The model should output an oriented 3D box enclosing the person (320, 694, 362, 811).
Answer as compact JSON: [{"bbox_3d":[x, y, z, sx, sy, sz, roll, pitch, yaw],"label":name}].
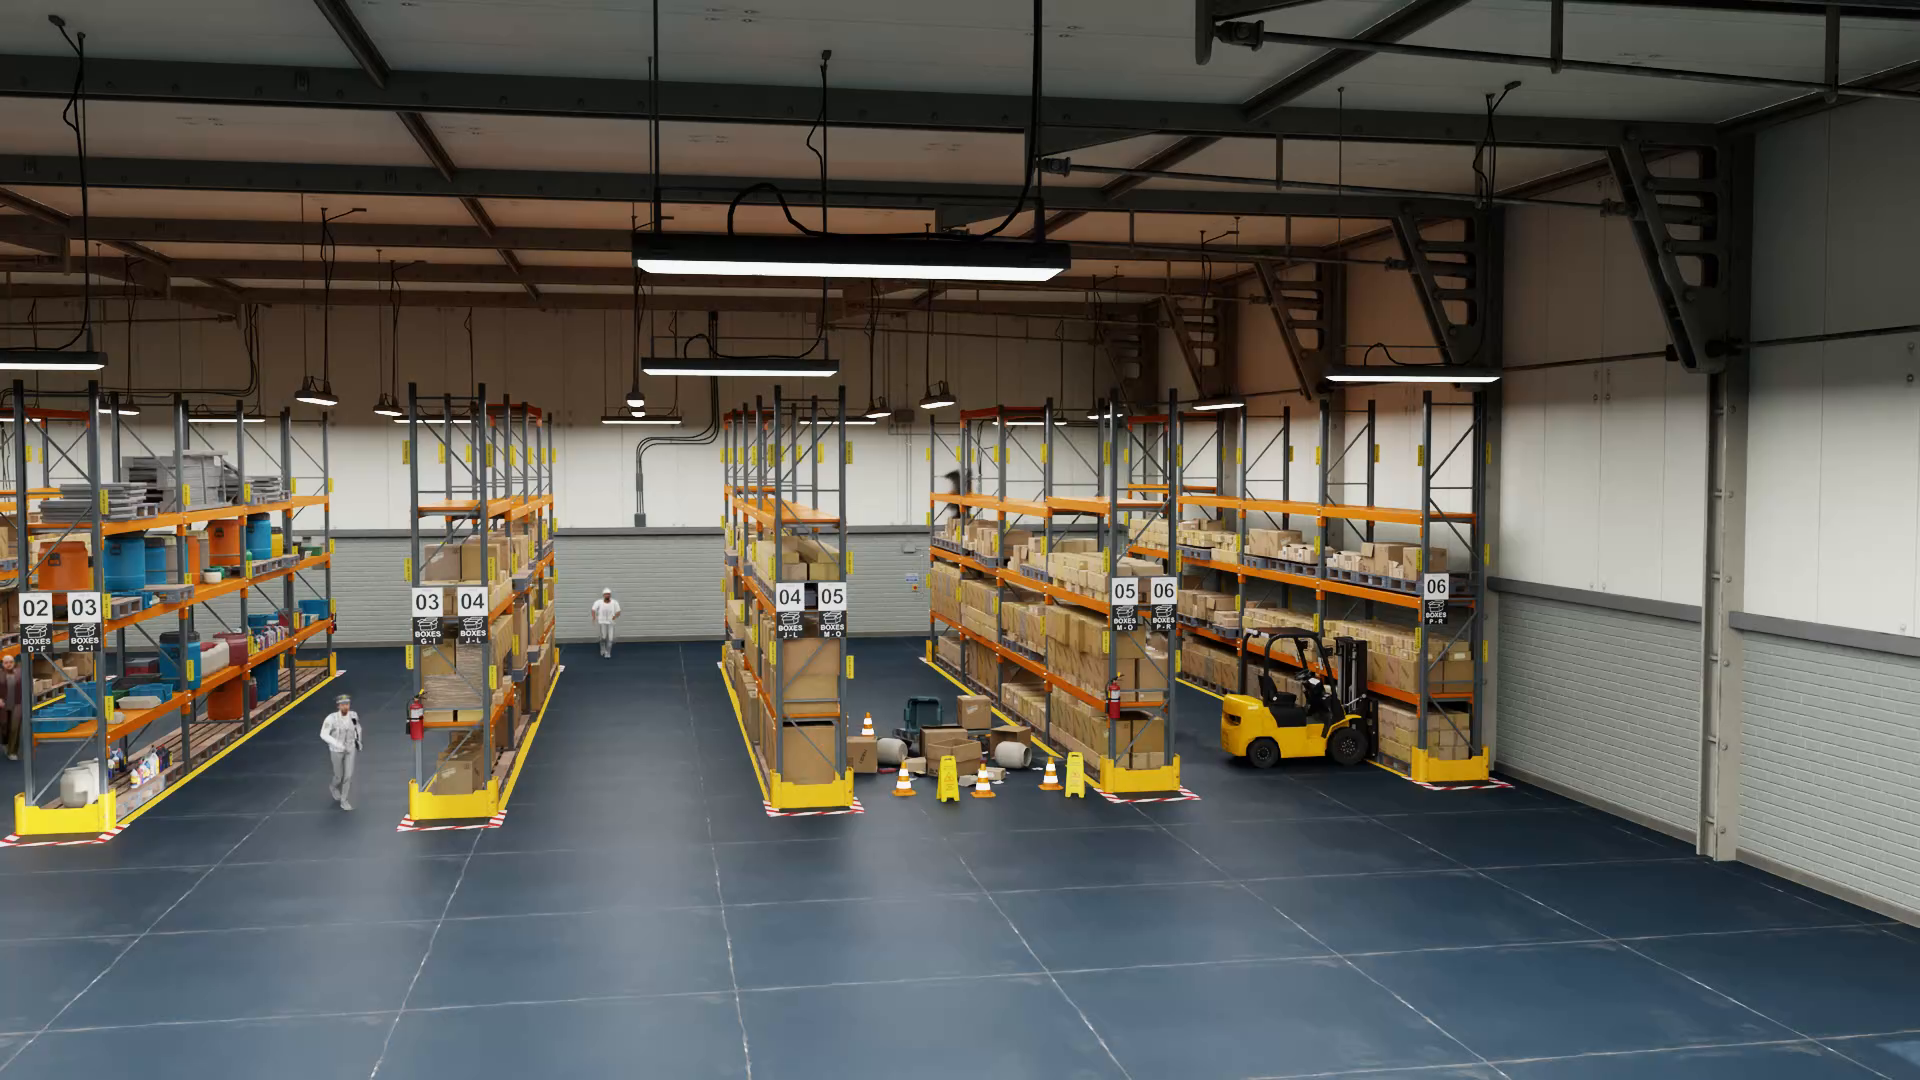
[{"bbox_3d":[-8.813,2.988,23.666,0.606,1.653,0.744,-2,4,-35],"label":"person"}]

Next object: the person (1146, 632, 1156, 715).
[{"bbox_3d":[3.467,2.558,31.536,0.621,1.666,0.870,-1,3,-14],"label":"person"}]

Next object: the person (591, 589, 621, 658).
[{"bbox_3d":[-8.711,2.059,40.994,0.702,1.718,0.577,-1,3,-17],"label":"person"}]

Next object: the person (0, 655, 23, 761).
[{"bbox_3d":[-15.703,2.749,27.443,0.705,1.736,0.884,-2,3,-33],"label":"person"}]
